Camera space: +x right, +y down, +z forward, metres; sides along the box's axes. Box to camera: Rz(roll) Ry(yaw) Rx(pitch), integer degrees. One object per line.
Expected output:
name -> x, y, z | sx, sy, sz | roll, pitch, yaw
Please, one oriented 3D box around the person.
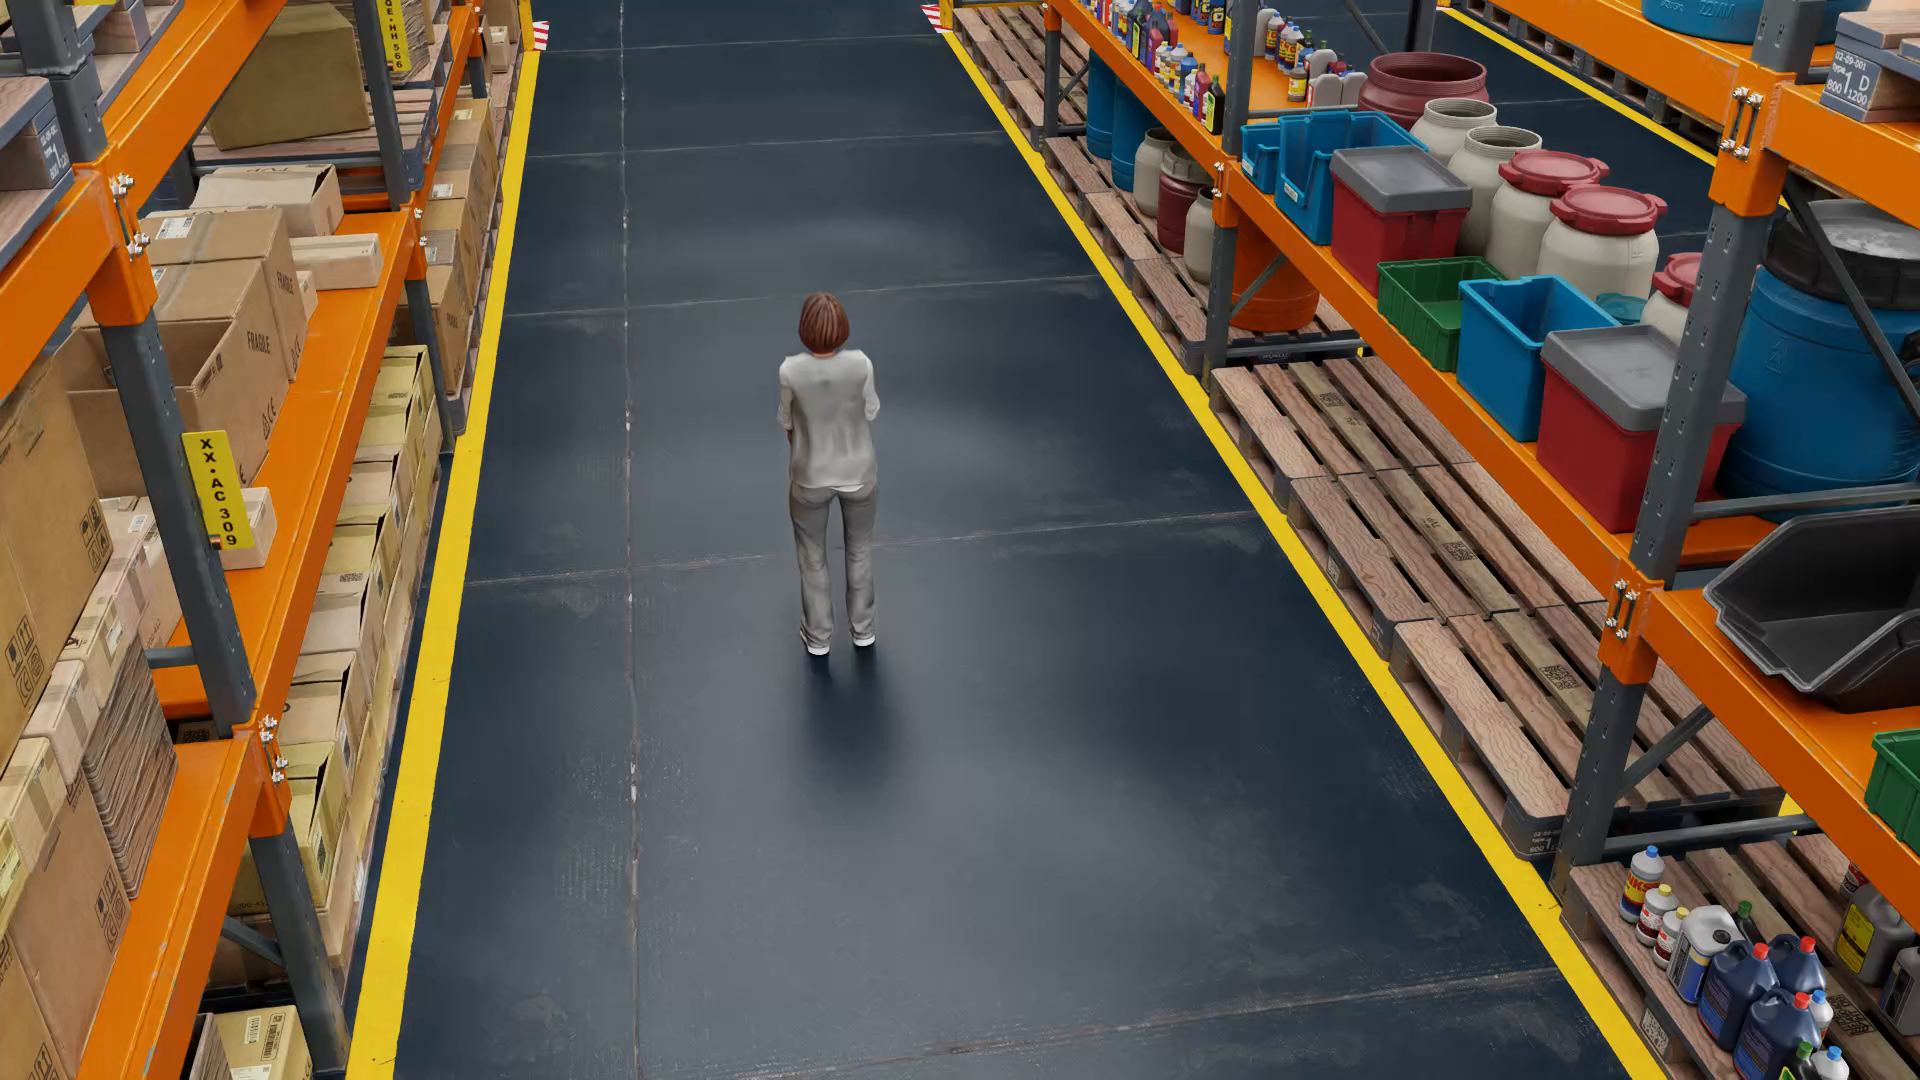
person -> -0.515, -0.293, 6.635 | 0.404, 1.593, 0.494 | -5, 31, -8
